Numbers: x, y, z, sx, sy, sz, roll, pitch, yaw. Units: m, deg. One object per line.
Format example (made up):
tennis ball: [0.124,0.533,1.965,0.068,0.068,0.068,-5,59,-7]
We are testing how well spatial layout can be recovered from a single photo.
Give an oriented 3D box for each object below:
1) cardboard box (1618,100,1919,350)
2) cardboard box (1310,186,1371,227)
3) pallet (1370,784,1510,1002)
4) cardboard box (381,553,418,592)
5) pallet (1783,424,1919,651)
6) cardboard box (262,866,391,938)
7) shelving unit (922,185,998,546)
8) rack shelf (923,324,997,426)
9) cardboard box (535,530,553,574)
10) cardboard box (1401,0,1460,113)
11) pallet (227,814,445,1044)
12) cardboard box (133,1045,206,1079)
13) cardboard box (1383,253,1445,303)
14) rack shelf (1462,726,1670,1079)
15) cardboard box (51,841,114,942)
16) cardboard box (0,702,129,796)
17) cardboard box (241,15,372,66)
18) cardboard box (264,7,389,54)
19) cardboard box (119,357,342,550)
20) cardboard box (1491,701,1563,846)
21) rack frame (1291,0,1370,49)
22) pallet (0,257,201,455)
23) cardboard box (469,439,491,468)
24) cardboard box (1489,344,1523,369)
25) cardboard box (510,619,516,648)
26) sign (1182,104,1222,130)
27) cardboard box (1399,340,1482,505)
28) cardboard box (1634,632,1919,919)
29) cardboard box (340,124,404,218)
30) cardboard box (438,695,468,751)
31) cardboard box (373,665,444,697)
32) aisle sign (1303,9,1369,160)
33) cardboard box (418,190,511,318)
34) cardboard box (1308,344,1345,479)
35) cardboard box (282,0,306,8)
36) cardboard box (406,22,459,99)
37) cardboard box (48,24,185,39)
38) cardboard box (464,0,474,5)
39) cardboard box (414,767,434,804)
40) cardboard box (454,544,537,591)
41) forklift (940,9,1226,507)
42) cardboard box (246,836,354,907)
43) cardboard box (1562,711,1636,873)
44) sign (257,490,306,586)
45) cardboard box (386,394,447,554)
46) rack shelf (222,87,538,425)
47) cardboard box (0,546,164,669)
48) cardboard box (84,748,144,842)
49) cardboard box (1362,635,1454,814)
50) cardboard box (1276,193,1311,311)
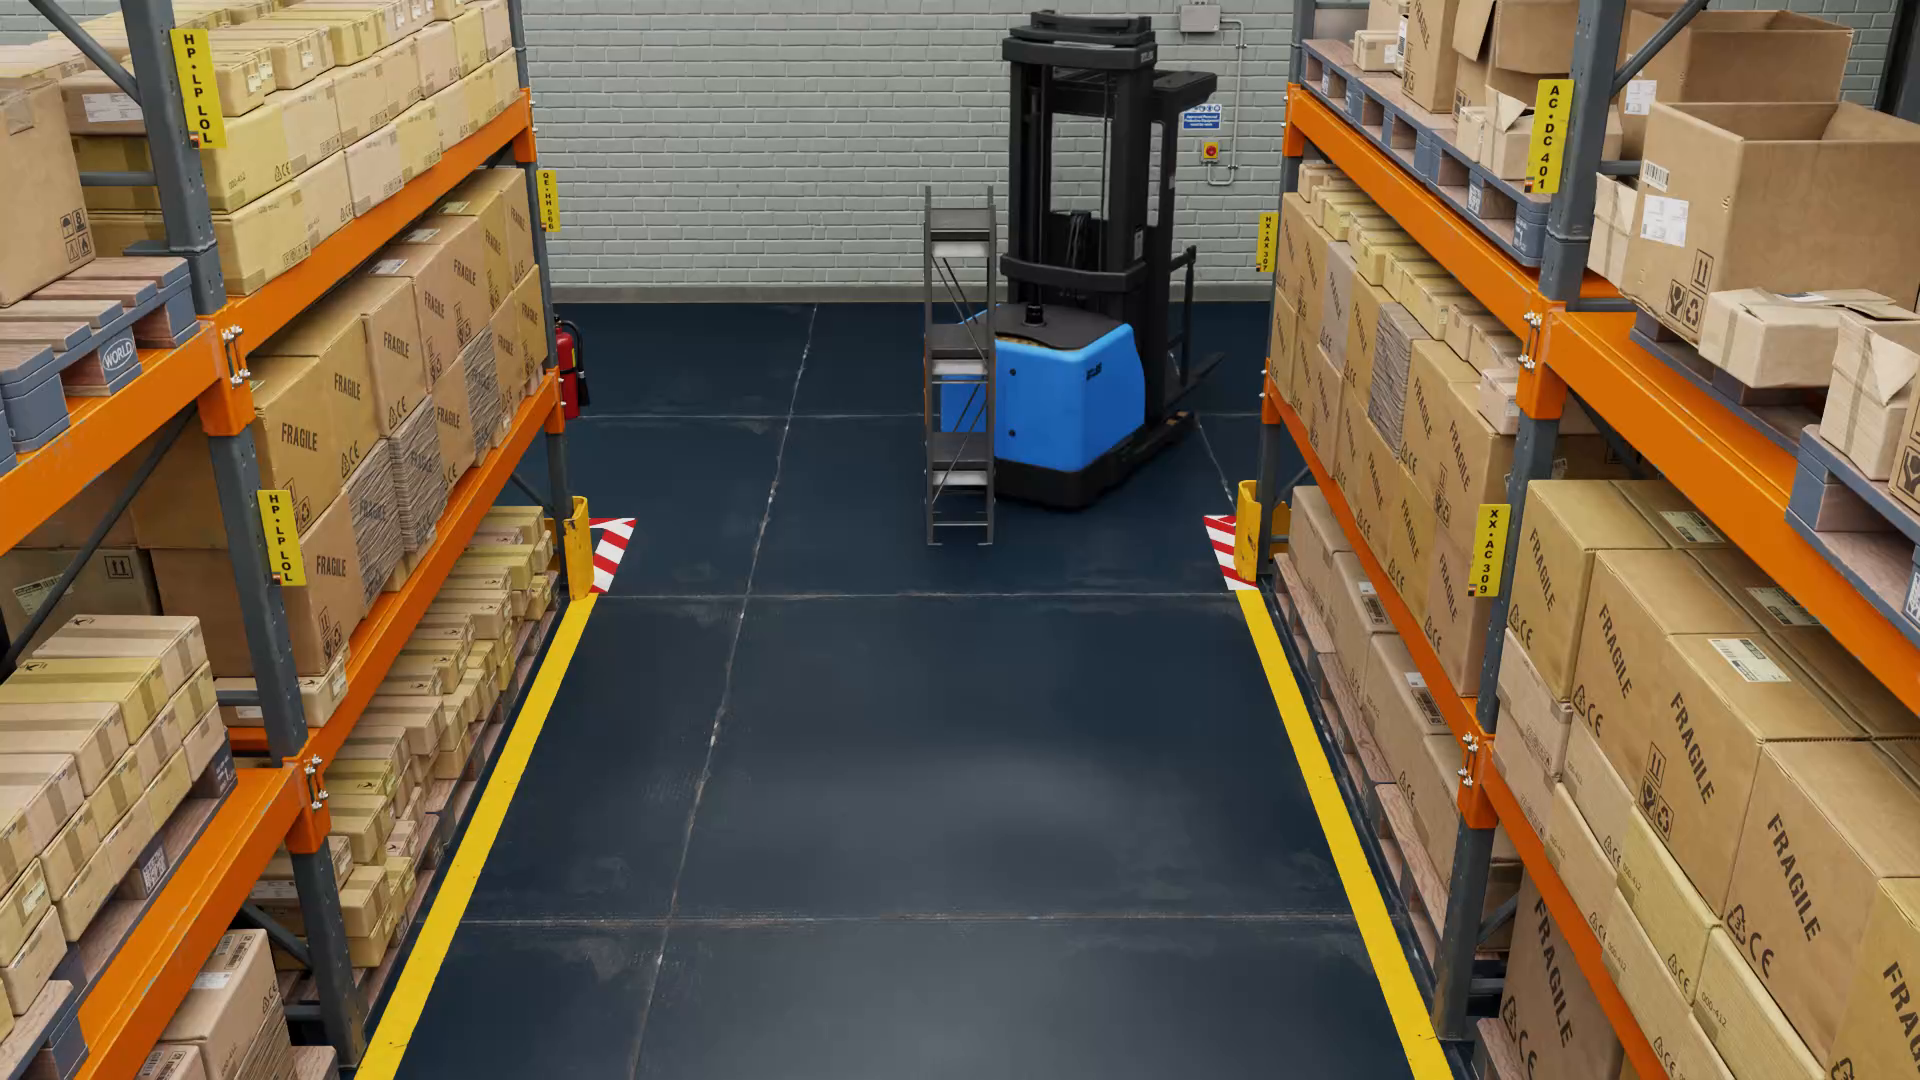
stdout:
cardboard box: [1.987,-0.776,4.055,0.500,0.500,0.500,-1,24,-2]
cardboard box: [1.913,-1.619,8.068,0.380,0.149,0.250,0,24,1]
pallet: [2.337,1.420,6.855,1.003,0.211,1.213,0,24,-1]
cardboard box: [-2.424,0.091,6.713,0.380,0.149,0.250,0,24,0]
pallet: [2.236,0.105,2.968,1.003,0.211,1.213,1,24,2]
cardboard box: [-2.365,1.348,6.218,0.380,0.149,0.250,1,24,2]
shelving unit: [-0.002,-1.025,9.968,0.431,2.100,0.503,0,24,-1]
rack shelf: [-0.002,-1.012,9.974,0.431,0.518,0.480,0,24,-1]
cardboard box: [-2.434,0.067,9.051,0.380,0.149,0.250,-1,24,-2]
cardboard box: [2.096,-2.003,6.647,0.500,0.500,0.500,0,24,0]
pallet: [-2.724,1.521,6.631,1.003,0.211,1.213,0,24,-1]
cardboard box: [-2.428,1.650,4.575,0.500,0.250,0.500,1,24,2]
cardboard box: [1.977,-1.087,6.893,0.380,0.149,0.250,0,24,-1]
rack shelf: [2.289,1.615,3.912,1.077,0.370,4.000,0,24,-1]
cardboard box: [-2.472,0.926,4.358,0.380,0.149,0.250,-1,24,-3]
cardboard box: [-2.477,0.561,4.444,0.380,0.149,0.250,-1,24,-2]
cardboard box: [-2.409,-1.844,6.138,0.380,0.149,0.250,1,24,2]
cardboard box: [-2.425,-1.952,6.376,0.380,0.149,0.250,-1,24,-2]
cardboard box: [-2.443,-0.297,5.571,0.500,0.500,0.500,0,24,1]
cardboard box: [2.008,0.714,5.214,0.500,0.250,0.500,-1,24,-2]
rack frame: [2.224,-3.919,7.994,1.000,3.000,0.127,0,24,-1]
pallet: [-2.781,-0.499,4.302,1.213,0.211,1.003,0,24,-1]
cardboard box: [-2.456,-0.454,7.919,0.380,0.149,0.250,-1,24,-3]
cardboard box: [2.051,-0.568,5.745,0.380,0.149,0.250,0,24,1]
cardboard box: [-2.474,0.519,8.413,0.380,0.149,0.250,0,24,0]
sign: [2.090,-3.657,14.367,0.327,0.218,0.001,0,24,-1]
cardboard box: [1.989,-0.440,6.249,0.500,0.500,0.500,-1,24,-1]
cardboard box: [2.021,0.561,4.036,0.500,0.500,0.500,-1,24,-2]
cardboard box: [-2.423,-1.384,6.213,0.500,0.250,0.500,1,24,2]
cardboard box: [-2.415,0.815,7.397,0.380,0.149,0.250,0,24,-1]
cardboard box: [-2.506,0.678,7.338,0.380,0.149,0.250,-1,24,-3]
aisle sign: [1.933,-2.398,8.758,0.394,0.787,0.004,0,24,-1]
cardboard box: [-2.466,-1.362,7.925,0.500,0.500,0.500,-1,24,-2]
cardboard box: [1.963,-0.614,7.846,0.500,0.500,0.500,0,24,-1]
cardboard box: [-2.924,-2.272,7.084,0.380,0.149,0.250,0,24,1]
cardboard box: [-2.456,-2.037,7.049,0.500,0.250,0.500,0,24,0]
cardboard box: [-2.978,-1.738,5.905,0.380,0.149,0.250,-1,24,-3]
cardboard box: [-2.501,-2.592,7.792,0.380,0.149,0.250,0,24,0]
cardboard box: [-2.512,1.056,7.225,0.380,0.149,0.250,-1,24,-3]
cardboard box: [-2.391,0.142,8.524,0.380,0.149,0.250,-1,24,-2]
forklift: [1.026,-2.109,11.355,1.130,2.935,3.031,13,28,27]
cardboard box: [-2.478,1.221,6.139,0.380,0.149,0.250,1,24,2]
cardboard box: [2.024,0.701,4.636,0.500,0.250,0.500,0,24,0]
sign: [-2.126,-0.005,5.215,0.100,0.325,0.005,0,24,-1]
cardboard box: [-2.417,-0.271,6.727,0.500,0.500,0.500,-1,24,-2]
rack shelf: [-2.703,-1.336,6.797,1.077,0.370,4.000,0,24,-1]
cardboard box: [-2.969,0.148,5.801,0.500,0.500,0.500,0,24,0]
cardboard box: [-2.476,0.688,4.522,0.380,0.149,0.250,1,24,2]
cardboard box: [2.357,0.811,7.417,0.875,0.438,0.875,-1,24,-2]
cardboard box: [1.944,-1.487,8.564,0.500,0.500,0.500,-1,24,-2]
